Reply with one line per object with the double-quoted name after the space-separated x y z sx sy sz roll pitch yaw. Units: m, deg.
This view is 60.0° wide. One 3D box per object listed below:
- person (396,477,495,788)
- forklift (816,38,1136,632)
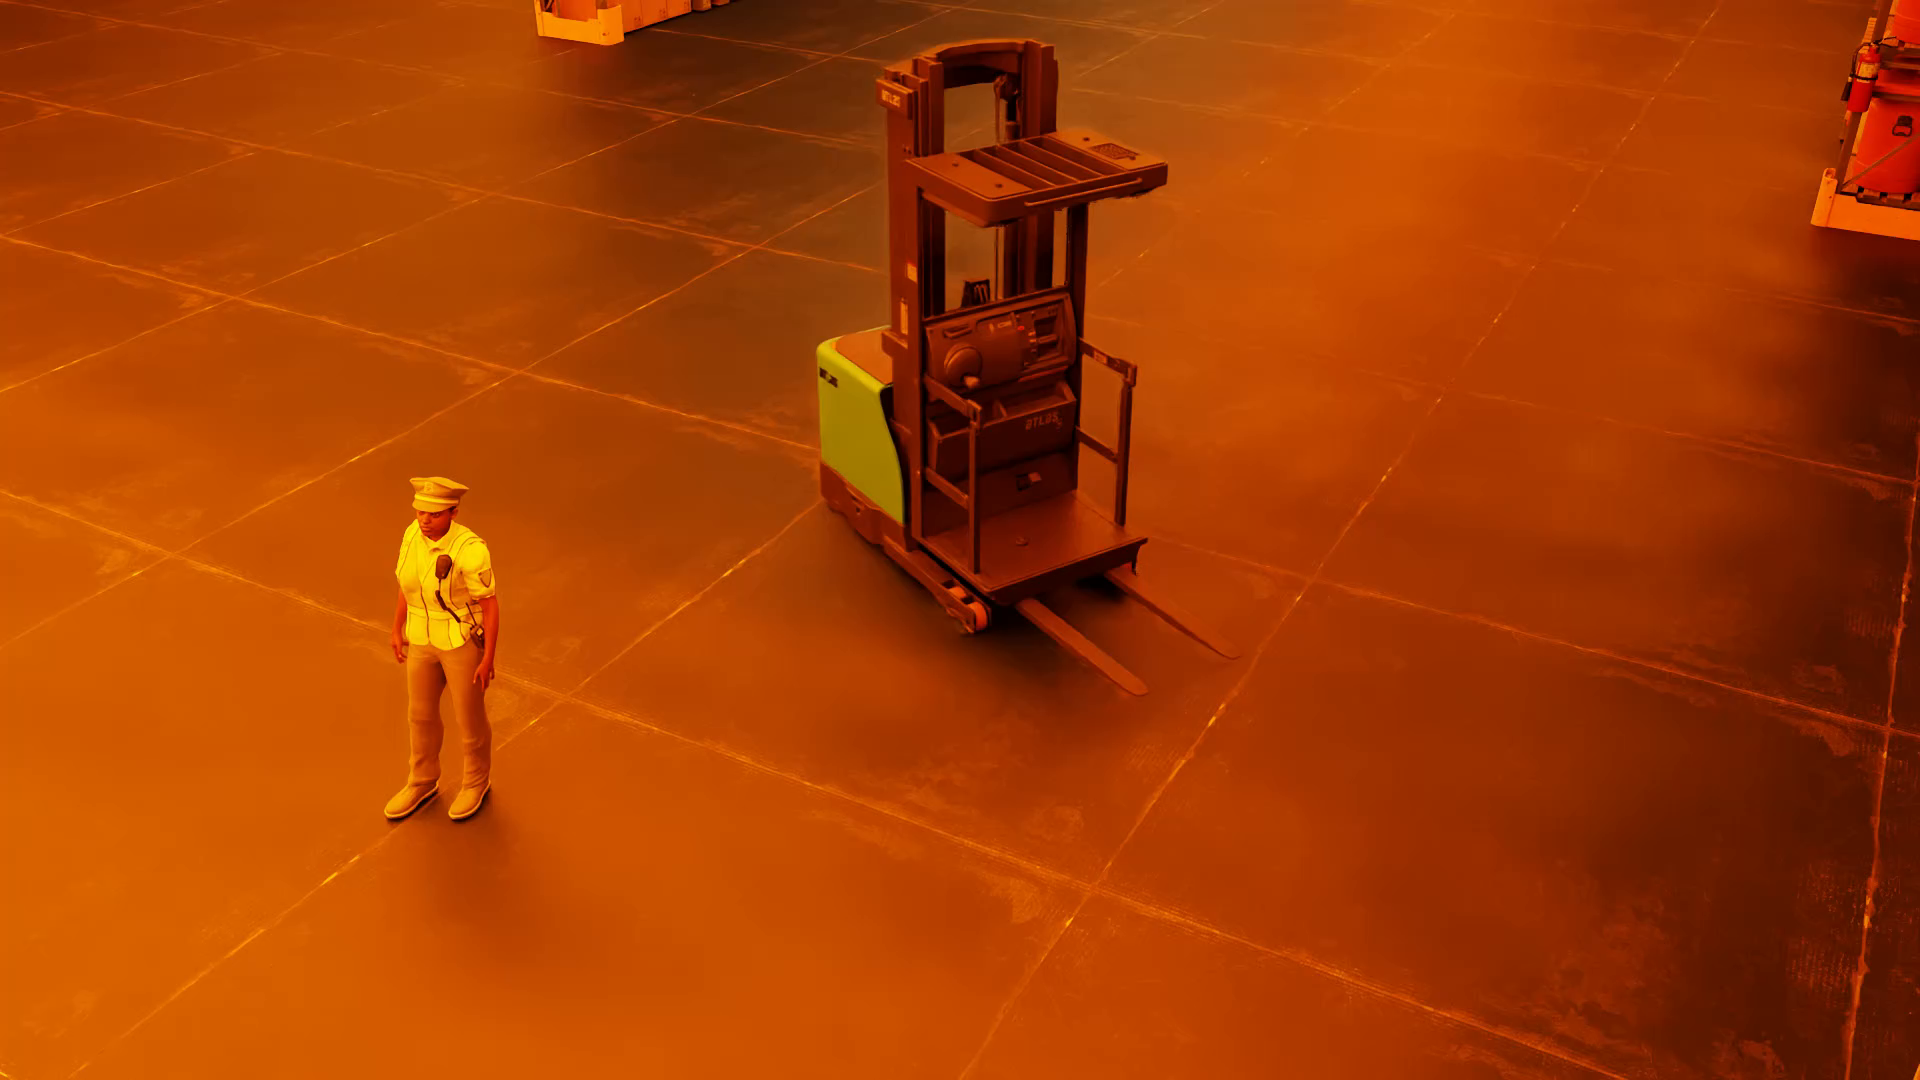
-2.310 0.431 7.480 0.512 1.629 0.394 12 32 19 "person"
0.347 -1.031 8.856 1.130 2.935 3.031 -18 34 -28 "forklift"
